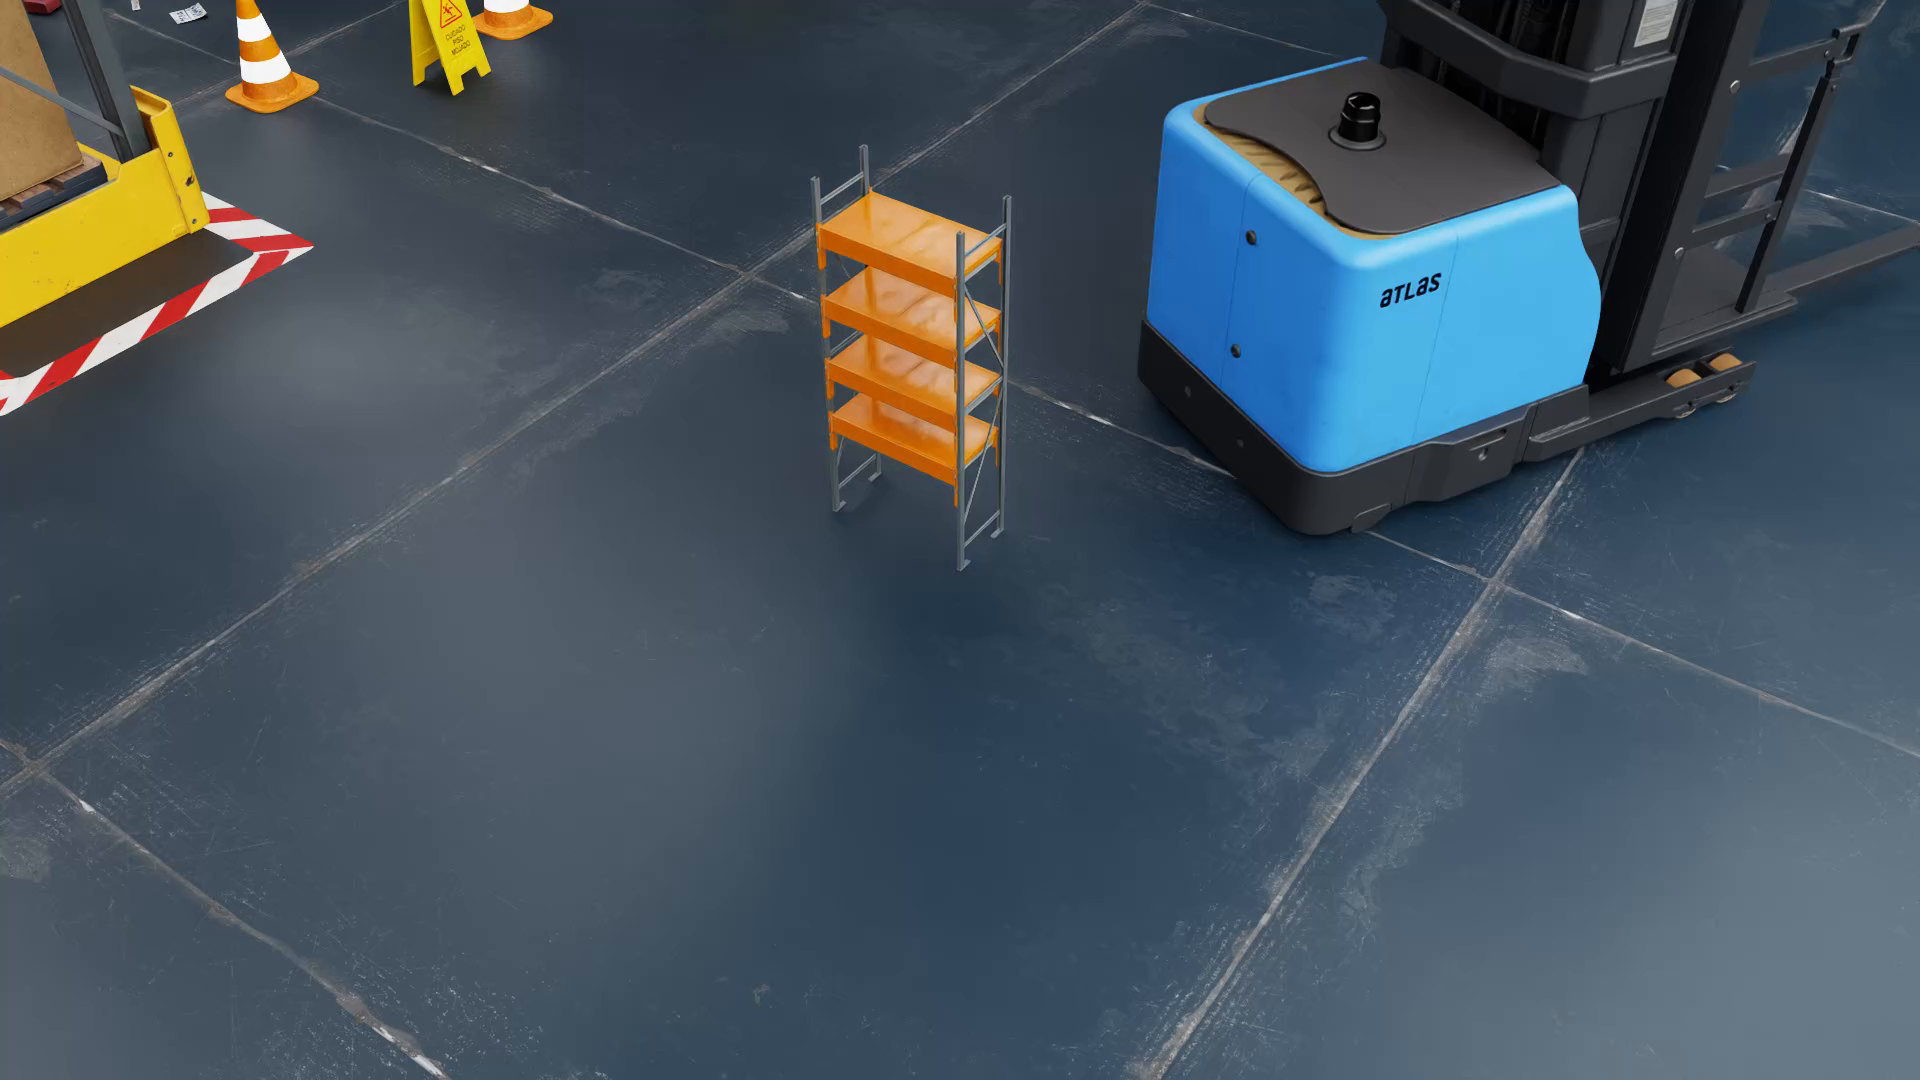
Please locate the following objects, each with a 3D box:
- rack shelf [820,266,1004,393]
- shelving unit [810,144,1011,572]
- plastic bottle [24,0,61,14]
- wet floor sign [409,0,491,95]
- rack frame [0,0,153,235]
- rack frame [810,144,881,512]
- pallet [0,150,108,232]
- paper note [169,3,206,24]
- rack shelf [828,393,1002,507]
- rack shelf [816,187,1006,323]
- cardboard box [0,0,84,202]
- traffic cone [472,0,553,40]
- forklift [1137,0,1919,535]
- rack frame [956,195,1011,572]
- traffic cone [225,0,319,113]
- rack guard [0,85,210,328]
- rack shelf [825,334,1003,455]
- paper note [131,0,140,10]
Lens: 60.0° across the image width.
[{"bbox_3d":[-0.136,-0.627,4.816,0.480,0.148,0.258,25,48,25],"label":"rack shelf"},{"bbox_3d":[-0.136,-0.511,4.921,0.503,1.200,0.258,25,48,25],"label":"shelving unit"},{"bbox_3d":[-4.467,-2.684,8.204,0.133,0.061,0.283,10,43,11],"label":"plastic bottle"},{"bbox_3d":[-2.322,-2.353,7.396,0.232,0.644,0.267,17,45,18],"label":"wet floor sign"},{"bbox_3d":[-3.483,-2.160,5.415,0.127,3.000,1.000,25,48,25],"label":"rack frame"},{"bbox_3d":[-0.335,-0.604,5.025,0.015,1.200,0.240,25,48,25],"label":"rack frame"},{"bbox_3d":[-4.183,-1.385,6.639,1.213,0.211,1.003,25,48,25],"label":"pallet"},{"bbox_3d":[-3.758,-2.565,8.095,0.144,0.017,0.142,-25,48,-25],"label":"paper note"},{"bbox_3d":[-0.136,-0.312,5.098,0.480,0.148,0.258,25,48,25],"label":"rack shelf"},{"bbox_3d":[-0.136,-0.803,4.659,0.480,0.148,0.258,25,48,25],"label":"rack shelf"},{"bbox_3d":[-4.076,-1.749,6.233,0.875,0.875,0.875,25,48,26],"label":"cardboard box"},{"bbox_3d":[-2.175,-2.680,7.898,0.334,0.463,0.336,25,48,25],"label":"traffic cone"},{"bbox_3d":[2.165,-1.805,5.069,3.031,2.935,1.130,-19,45,-20],"label":"forklift"},{"bbox_3d":[0.064,-0.417,4.816,0.015,1.200,0.240,25,48,25],"label":"rack frame"},{"bbox_3d":[-3.102,-2.194,7.355,0.334,0.463,0.336,25,48,25],"label":"traffic cone"},{"bbox_3d":[-3.463,-1.220,6.238,0.348,0.500,1.175,25,48,25],"label":"rack guard"},{"bbox_3d":[-0.136,-0.460,4.966,0.480,0.148,0.258,25,48,25],"label":"rack shelf"},{"bbox_3d":[-4.060,-2.636,8.188,0.032,0.001,0.123,-17,45,-18],"label":"paper note"}]
